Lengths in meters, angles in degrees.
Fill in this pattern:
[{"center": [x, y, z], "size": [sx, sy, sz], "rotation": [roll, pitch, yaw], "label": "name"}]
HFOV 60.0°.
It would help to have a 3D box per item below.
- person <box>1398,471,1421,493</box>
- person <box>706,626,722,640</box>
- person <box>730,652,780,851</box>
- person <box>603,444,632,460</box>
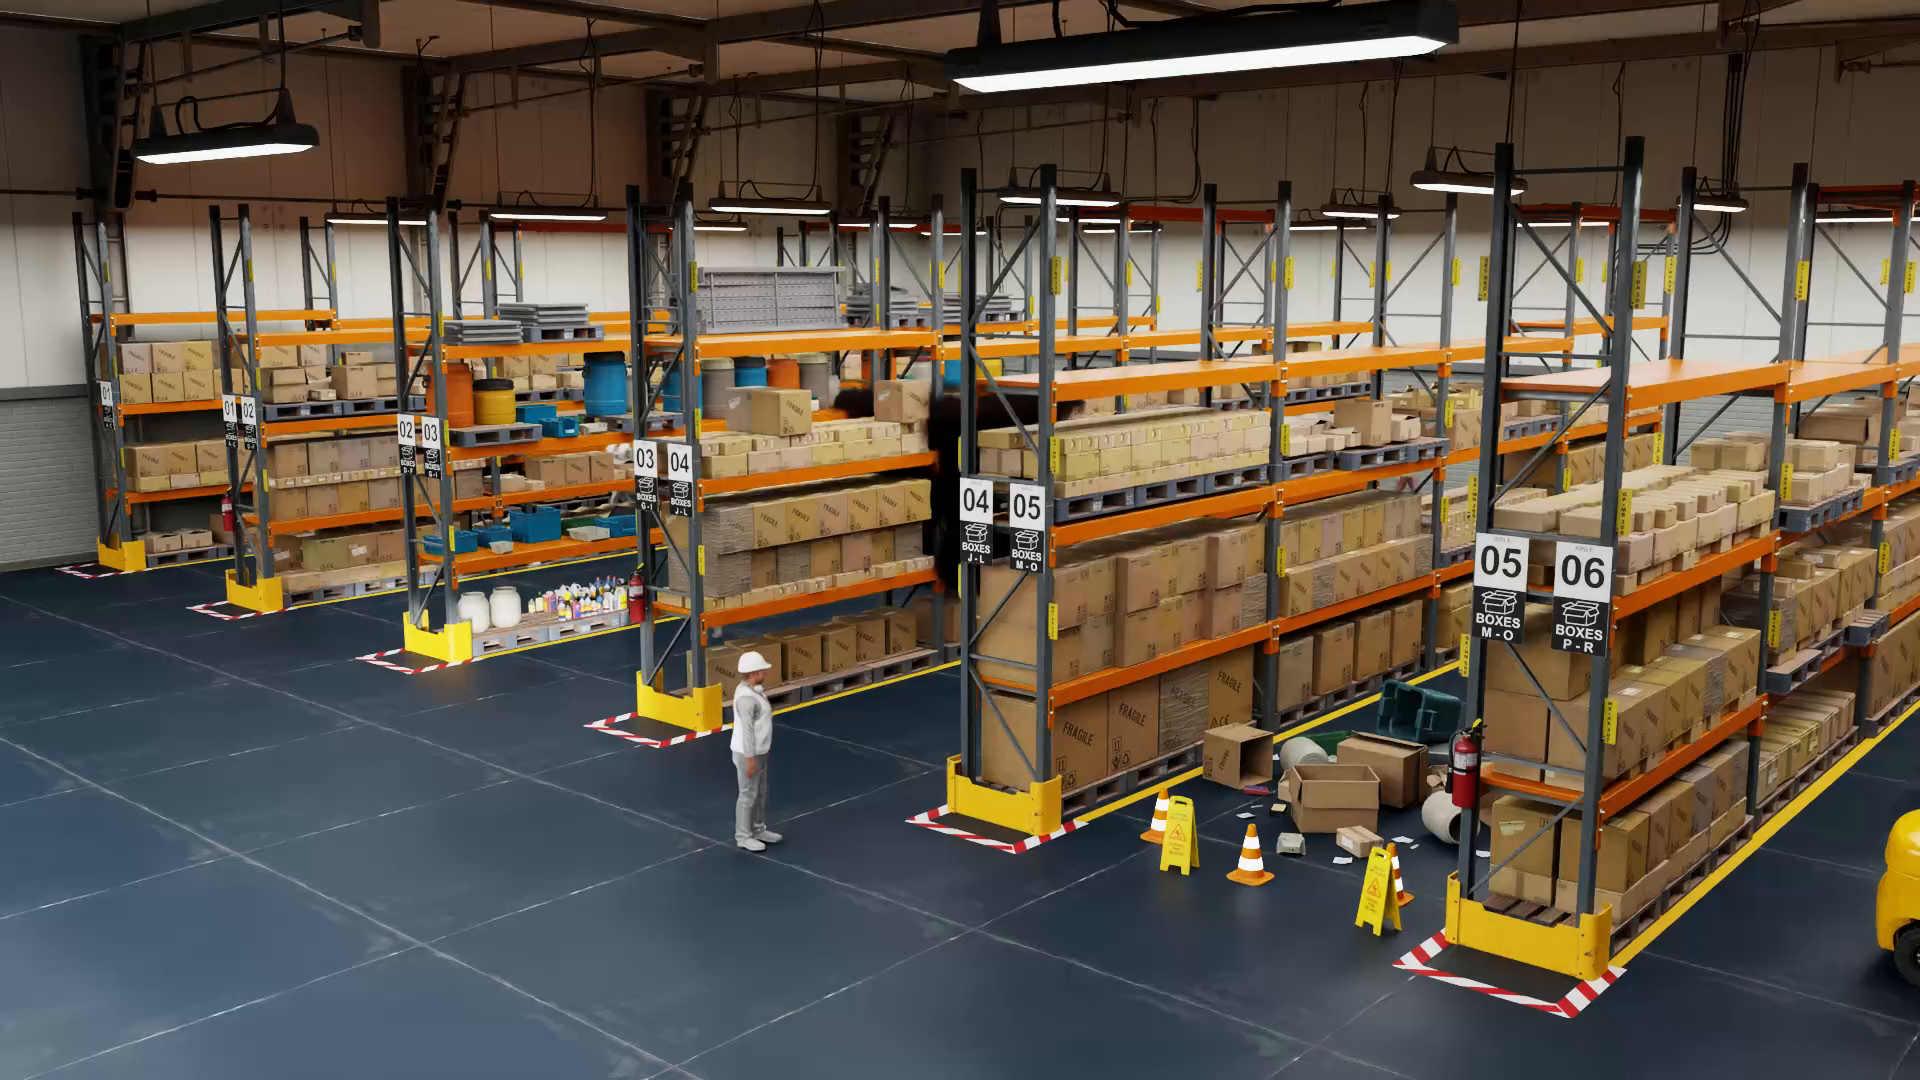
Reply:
[{"center": [9.250, -1.331, 34.364], "size": [0.550, 1.621, 0.910], "rotation": [-5, 11, -29], "label": "person"}, {"center": [-3.286, 0.785, 21.748], "size": [0.412, 1.041, 0.376], "rotation": [-4, 10, -22], "label": "person"}, {"center": [-1.830, 1.858, 14.733], "size": [0.393, 1.782, 0.449], "rotation": [0, 9, 2], "label": "person"}, {"center": [-7.062, -1.235, 34.033], "size": [0.543, 1.544, 1.062], "rotation": [7, 12, 35], "label": "person"}]
